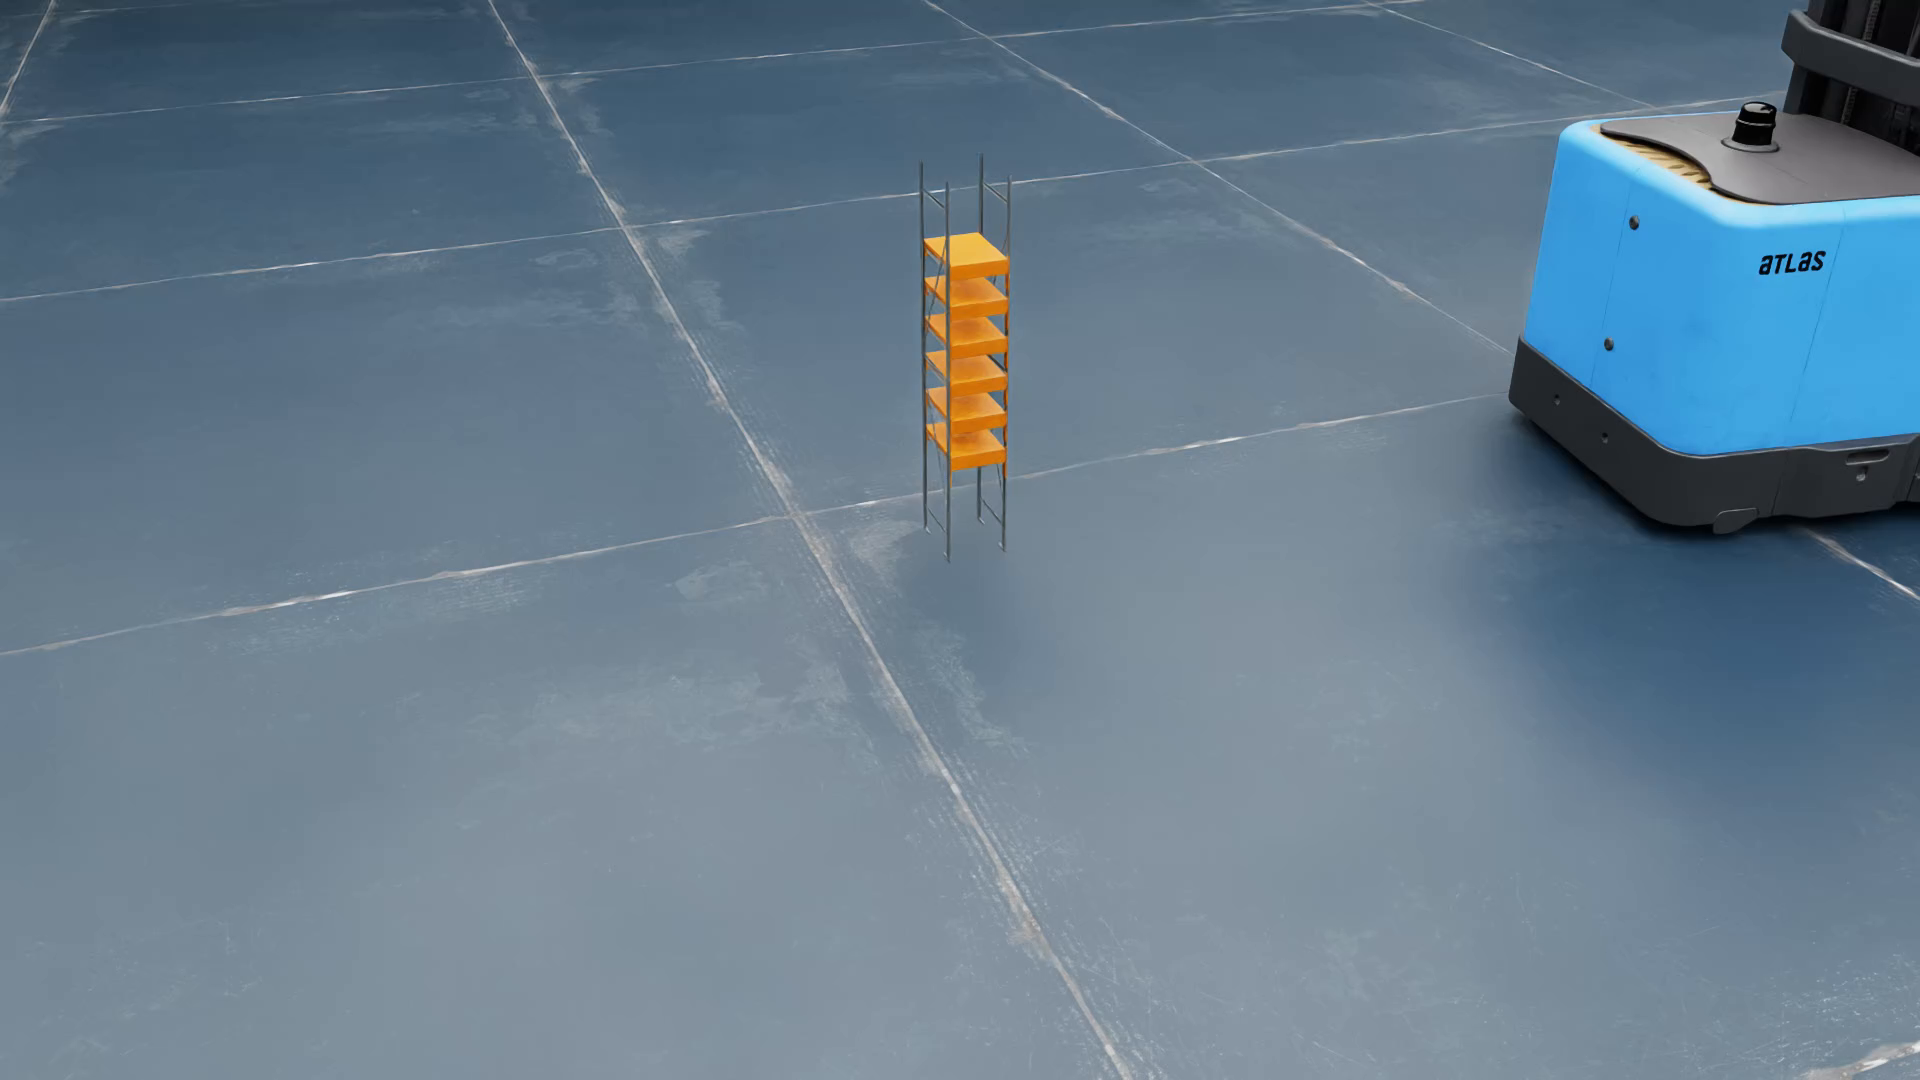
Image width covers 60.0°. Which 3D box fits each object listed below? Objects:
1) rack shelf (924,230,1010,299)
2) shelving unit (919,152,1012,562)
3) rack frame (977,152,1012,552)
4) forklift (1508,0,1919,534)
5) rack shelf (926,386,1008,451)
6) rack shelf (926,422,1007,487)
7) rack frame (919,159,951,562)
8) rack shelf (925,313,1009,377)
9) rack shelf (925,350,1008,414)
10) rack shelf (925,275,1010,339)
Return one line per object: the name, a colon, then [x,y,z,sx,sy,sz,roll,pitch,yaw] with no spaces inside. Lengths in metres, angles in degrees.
rack shelf: [0.014,-0.798,4.801,0.180,0.103,0.258,-10,31,-18]
shelving unit: [0.014,-0.524,4.957,0.189,1.200,0.258,-10,31,-18]
rack frame: [0.099,-0.540,4.985,0.006,1.200,0.240,-10,31,-18]
forklift: [3.547,-1.657,5.197,3.031,2.935,1.130,-6,30,-11]
rack shelf: [0.014,-0.381,5.039,0.180,0.103,0.258,-10,31,-18]
rack shelf: [0.014,-0.277,5.098,0.180,0.103,0.258,-10,31,-18]
rack frame: [-0.072,-0.508,4.930,0.006,1.200,0.240,-10,31,-18]
rack shelf: [0.014,-0.589,4.920,0.180,0.103,0.258,-10,31,-18]
rack shelf: [0.014,-0.485,4.979,0.180,0.103,0.258,-10,31,-18]
rack shelf: [0.014,-0.694,4.861,0.180,0.103,0.258,-10,31,-18]
